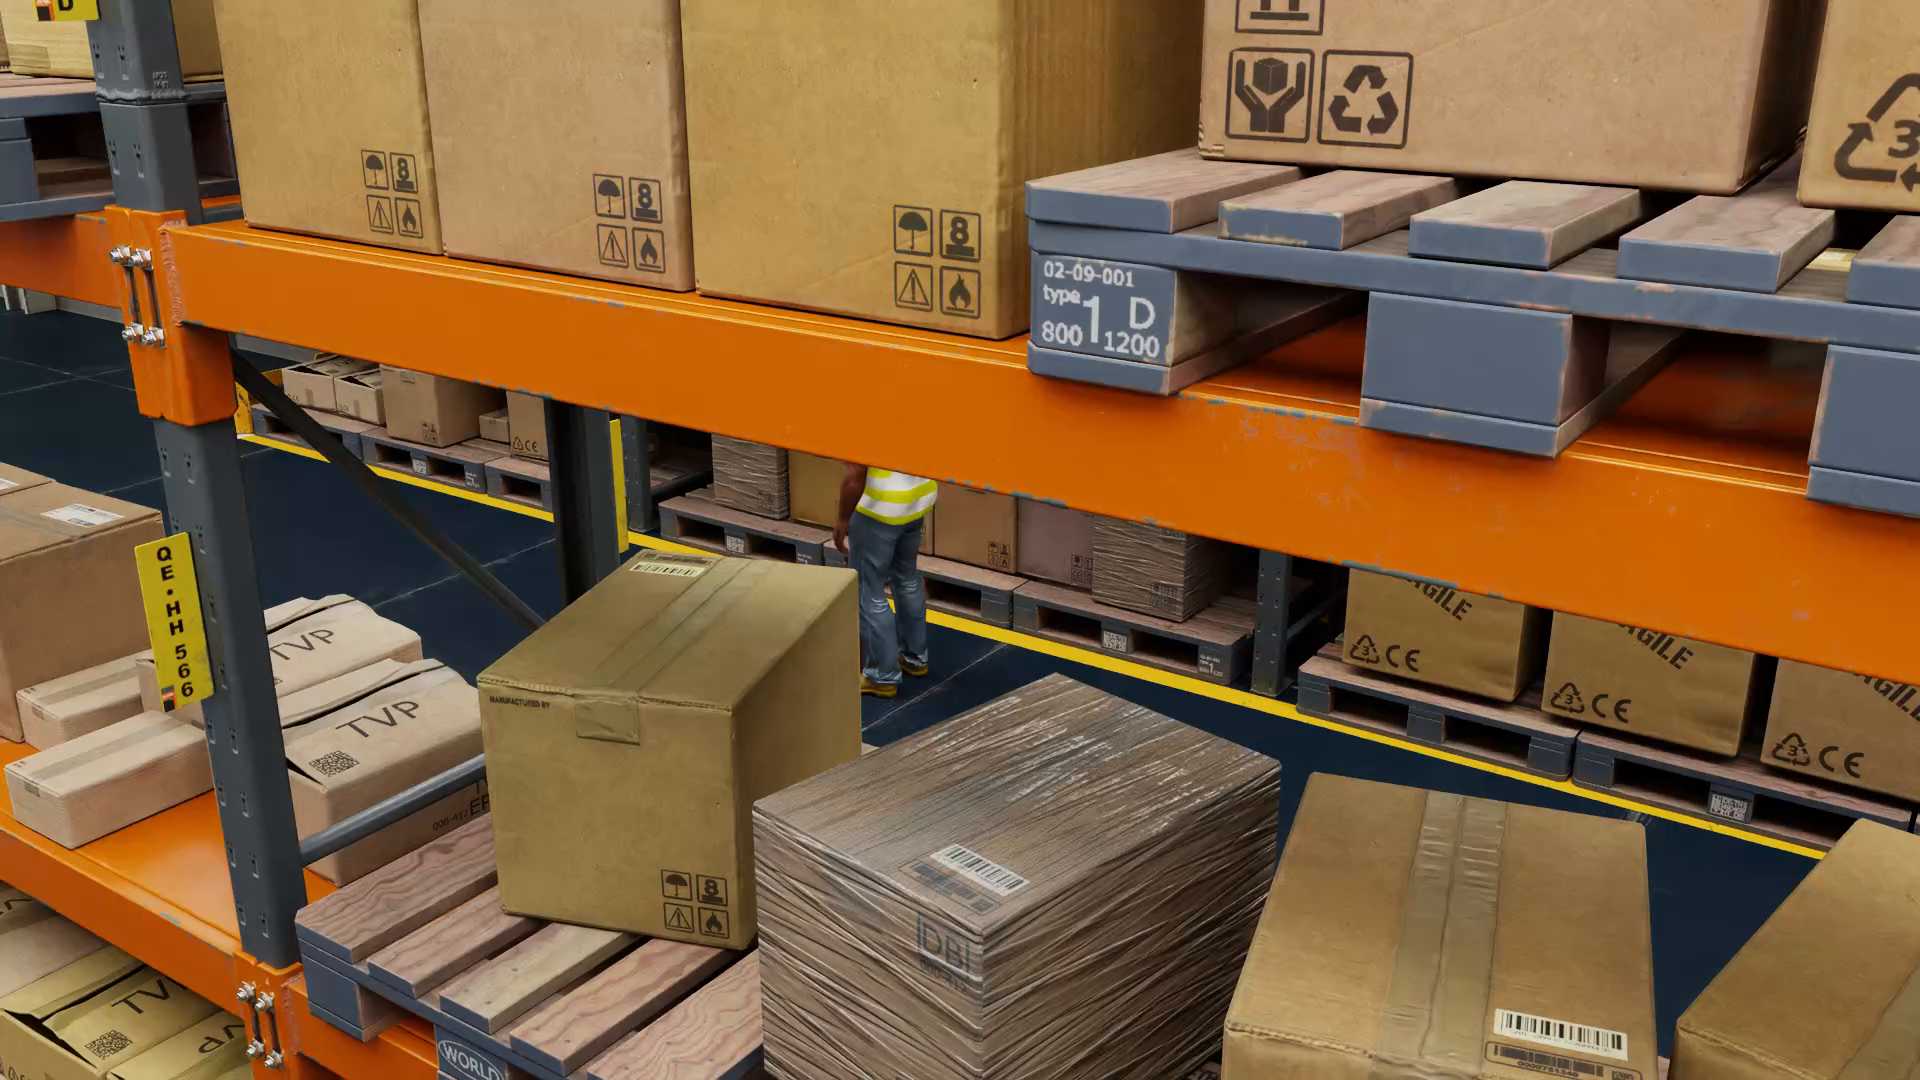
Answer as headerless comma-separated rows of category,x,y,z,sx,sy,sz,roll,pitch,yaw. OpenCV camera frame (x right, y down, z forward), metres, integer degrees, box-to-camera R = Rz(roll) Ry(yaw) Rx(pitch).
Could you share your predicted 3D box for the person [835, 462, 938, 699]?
person,-0.347,-0.163,7.499,0.461,1.760,0.626,13,23,32
